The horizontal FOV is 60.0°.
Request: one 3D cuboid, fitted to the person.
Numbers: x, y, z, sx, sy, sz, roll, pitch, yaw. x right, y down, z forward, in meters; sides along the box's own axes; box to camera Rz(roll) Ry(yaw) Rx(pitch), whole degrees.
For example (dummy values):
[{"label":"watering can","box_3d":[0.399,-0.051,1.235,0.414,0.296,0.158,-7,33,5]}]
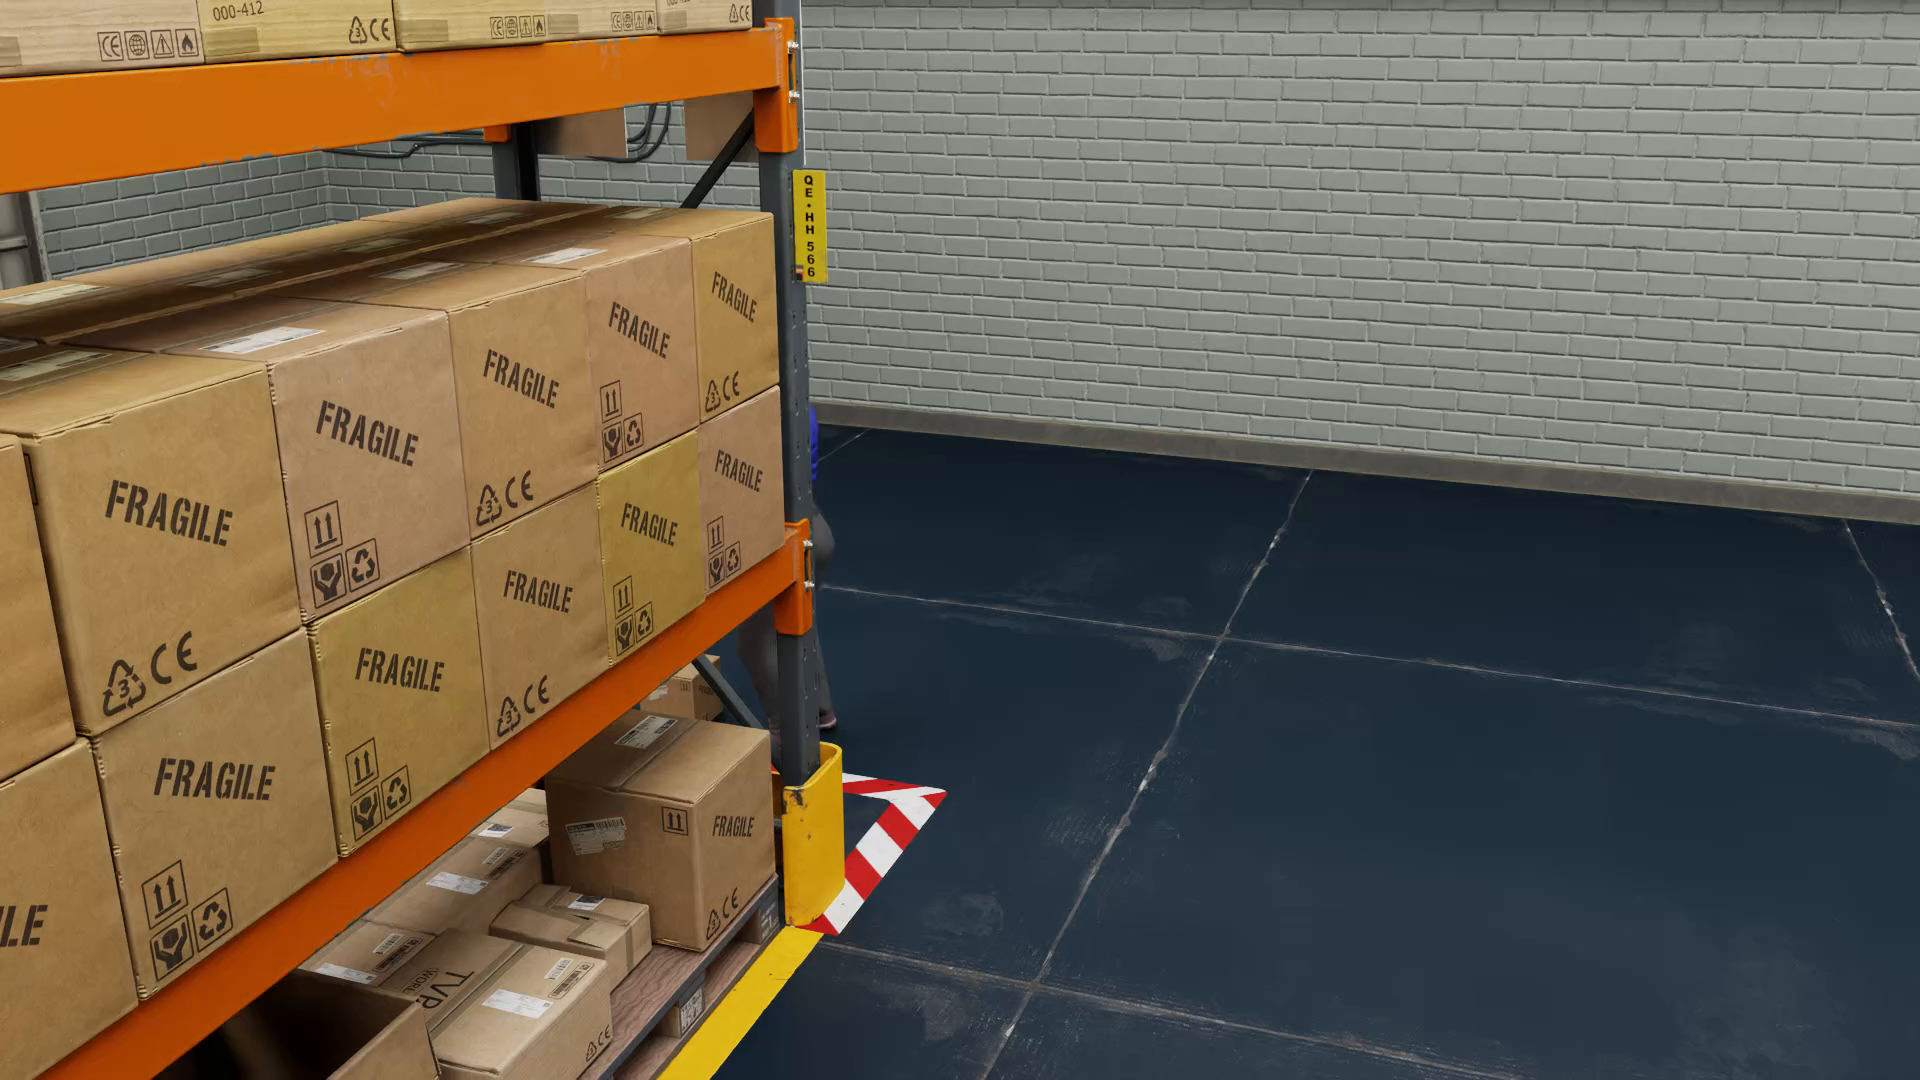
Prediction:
[{"label":"person","box_3d":[-0.708,0.051,6.503,0.361,1.618,0.453,7,20,19]}]
